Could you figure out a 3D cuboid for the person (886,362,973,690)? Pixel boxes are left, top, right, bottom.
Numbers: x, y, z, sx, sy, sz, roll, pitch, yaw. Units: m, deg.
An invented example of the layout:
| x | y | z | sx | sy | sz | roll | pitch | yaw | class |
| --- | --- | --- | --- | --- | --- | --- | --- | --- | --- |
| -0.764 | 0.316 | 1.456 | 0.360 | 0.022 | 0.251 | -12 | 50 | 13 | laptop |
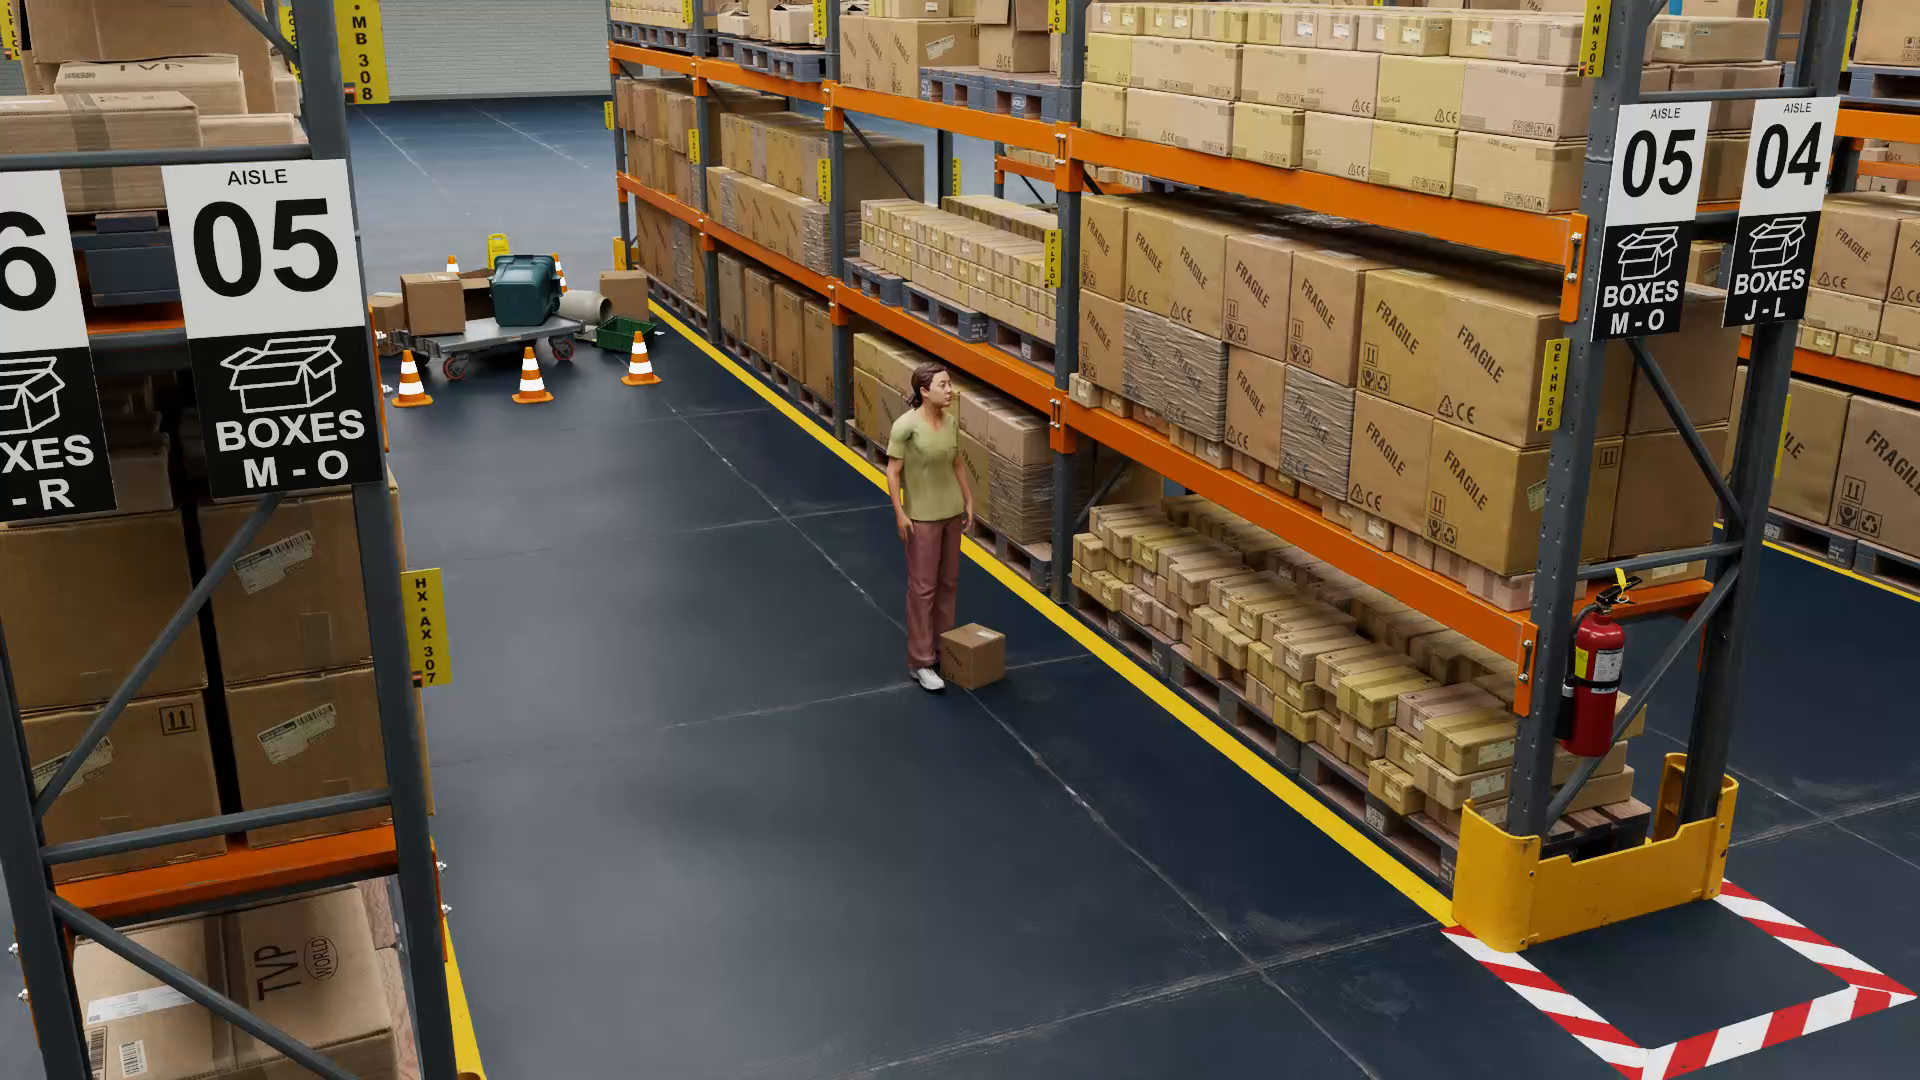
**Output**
| x | y | z | sx | sy | sz | roll | pitch | yaw | class |
| --- | --- | --- | --- | --- | --- | --- | --- | --- | --- |
| -0.101 | -0.102 | 8.836 | 0.553 | 1.673 | 0.548 | -16 | 25 | -39 | person |
